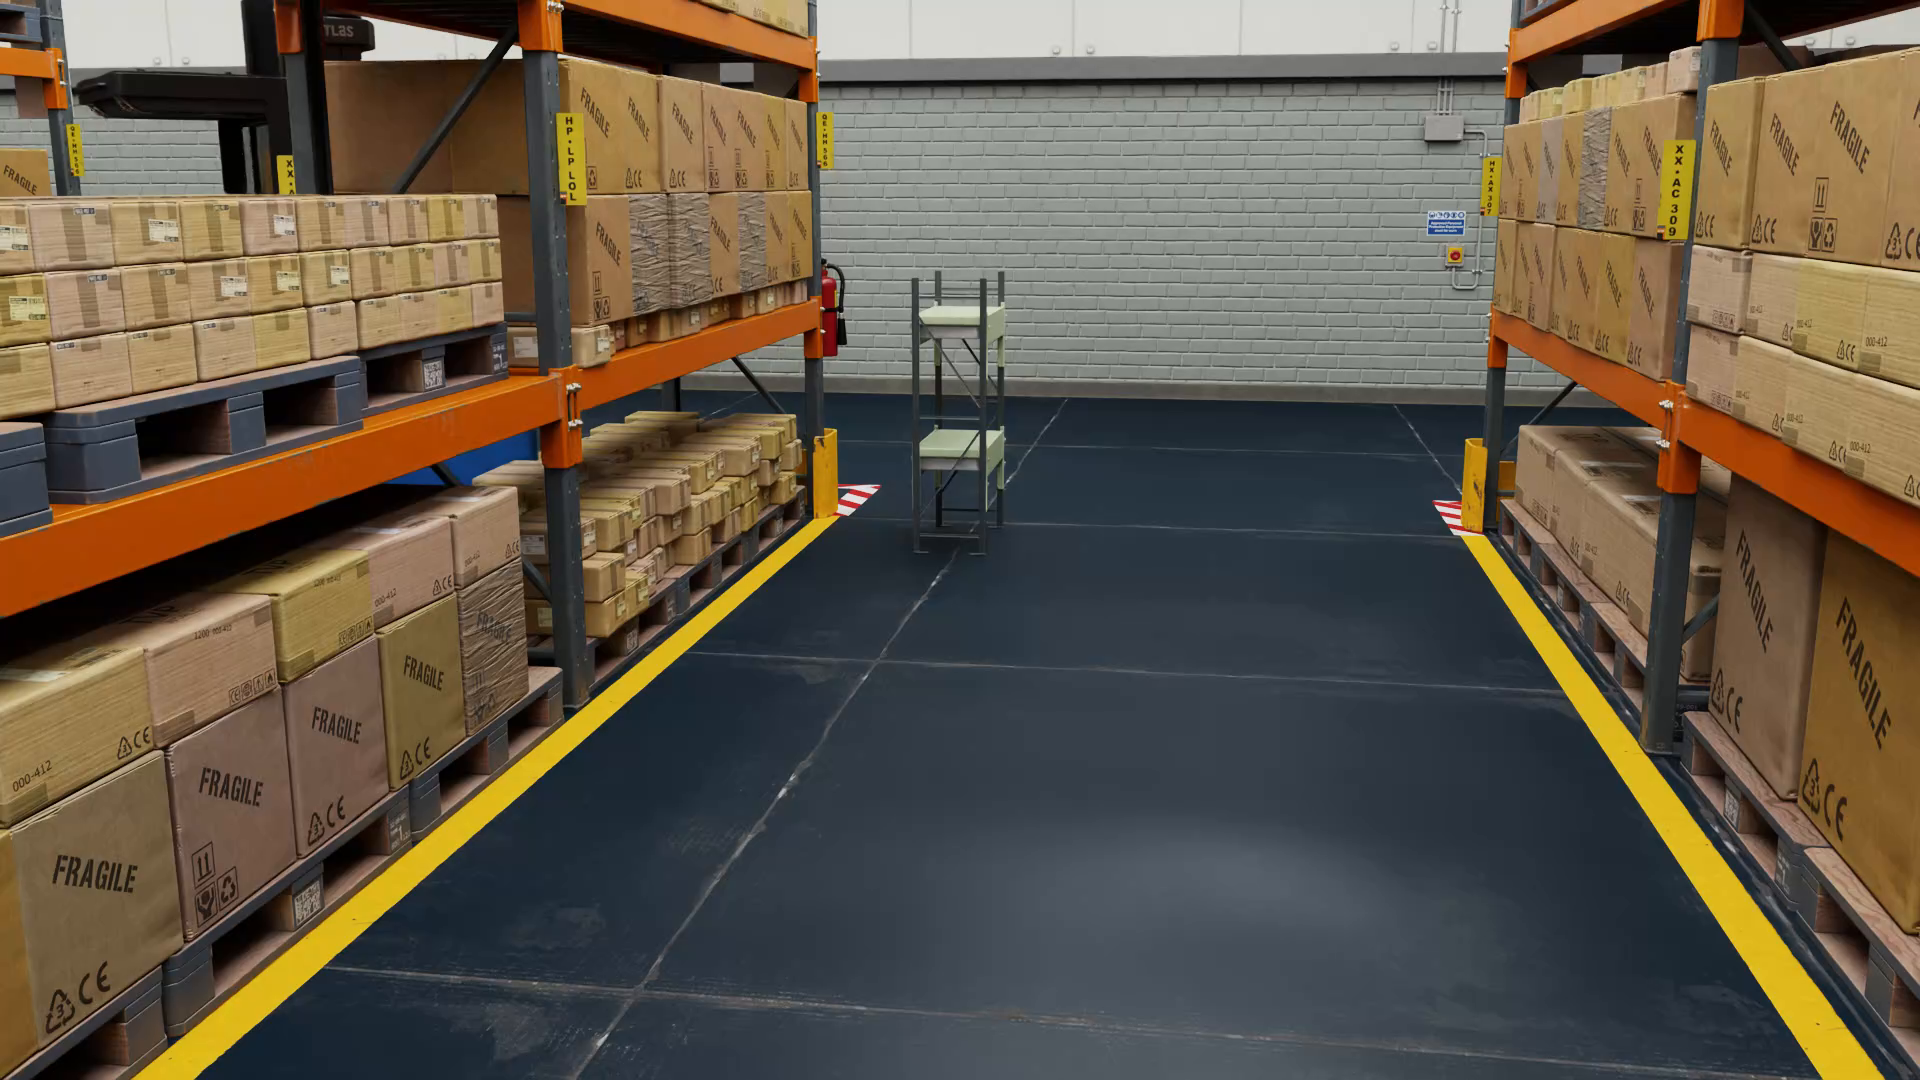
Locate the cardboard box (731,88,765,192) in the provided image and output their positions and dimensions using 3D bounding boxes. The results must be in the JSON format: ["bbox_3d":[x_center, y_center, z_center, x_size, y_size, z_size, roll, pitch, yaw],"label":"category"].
[{"bbox_3d":[-1.317,-2.031,8.482,0.500,0.500,0.500,3,12,12],"label":"cardboard box"}]

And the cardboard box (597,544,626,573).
[{"bbox_3d":[-1.636,0.089,7.022,0.380,0.149,0.250,2,12,9],"label":"cardboard box"}]

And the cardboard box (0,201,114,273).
[{"bbox_3d":[-2.149,-0.682,3.724,0.380,0.149,0.250,2,12,11],"label":"cardboard box"}]

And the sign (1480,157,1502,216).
[{"bbox_3d":[3.016,-2.007,9.444,0.100,0.325,0.005,2,12,9],"label":"sign"}]

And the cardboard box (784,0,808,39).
[{"bbox_3d":[-1.152,-2.955,9.322,0.500,0.250,0.500,2,12,7],"label":"cardboard box"}]

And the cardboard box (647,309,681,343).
[{"bbox_3d":[-1.485,-0.978,7.510,0.380,0.149,0.250,2,12,10],"label":"cardboard box"}]

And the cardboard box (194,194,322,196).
[{"bbox_3d":[-2.474,-1.139,5.846,0.380,0.149,0.250,3,12,12],"label":"cardboard box"}]

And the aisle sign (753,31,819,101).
[{"bbox_3d":[-1.036,-2.942,9.853,0.394,0.787,0.004,2,12,9],"label":"aisle sign"}]

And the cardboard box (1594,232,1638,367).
[{"bbox_3d":[2.841,-0.954,6.565,0.500,0.500,0.500,2,12,7],"label":"cardboard box"}]

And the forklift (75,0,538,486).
[{"bbox_3d":[-3.810,-1.285,8.500,3.031,2.935,1.130,-8,15,-34],"label":"forklift"}]

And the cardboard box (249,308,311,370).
[{"bbox_3d":[-2.021,-0.555,4.548,0.380,0.149,0.250,2,12,11],"label":"cardboard box"}]

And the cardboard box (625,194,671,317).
[{"bbox_3d":[-1.564,-1.225,7.115,0.500,0.500,0.500,2,12,9],"label":"cardboard box"}]

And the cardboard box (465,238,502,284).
[{"bbox_3d":[-1.825,-0.971,5.774,0.380,0.149,0.250,2,12,10],"label":"cardboard box"}]

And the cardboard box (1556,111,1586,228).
[{"bbox_3d":[2.988,-1.654,7.437,0.500,0.500,0.500,2,12,9],"label":"cardboard box"}]

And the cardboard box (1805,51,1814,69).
[{"bbox_3d":[2.829,-1.674,5.990,0.380,0.149,0.250,2,12,10],"label":"cardboard box"}]

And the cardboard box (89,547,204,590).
[{"bbox_3d":[-2.495,0.180,4.697,0.500,0.250,0.500,2,12,11],"label":"cardboard box"}]

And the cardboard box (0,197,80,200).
[{"bbox_3d":[-2.671,-0.870,4.597,0.380,0.149,0.250,2,12,11],"label":"cardboard box"}]

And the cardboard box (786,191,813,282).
[{"bbox_3d":[-1.158,-1.758,9.587,0.500,0.500,0.500,2,12,10],"label":"cardboard box"}]

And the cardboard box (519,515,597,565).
[{"bbox_3d":[-1.701,0.000,6.733,0.380,0.149,0.250,2,12,11],"label":"cardboard box"}]

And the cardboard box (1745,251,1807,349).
[{"bbox_3d":[2.549,-0.673,4.664,0.500,0.250,0.500,2,12,10],"label":"cardboard box"}]

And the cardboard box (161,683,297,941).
[{"bbox_3d":[-2.065,0.666,4.220,0.500,0.500,0.500,2,12,7],"label":"cardboard box"}]

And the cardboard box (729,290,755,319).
[{"bbox_3d":[-1.299,-1.255,8.791,0.380,0.149,0.250,1,12,6],"label":"cardboard box"}]

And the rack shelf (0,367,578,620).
[{"bbox_3d":[-2.266,-0.065,4.381,1.077,0.370,4.000,2,12,9],"label":"rack shelf"}]

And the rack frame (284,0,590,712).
[{"bbox_3d":[-1.958,-0.833,6.238,1.000,3.000,0.127,2,12,9],"label":"rack frame"}]

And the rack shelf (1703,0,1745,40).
[{"bbox_3d":[2.641,-1.392,3.419,1.077,0.370,4.000,2,12,9],"label":"rack shelf"}]

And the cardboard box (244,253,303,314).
[{"bbox_3d":[-2.024,-0.697,4.500,0.380,0.149,0.250,2,12,9],"label":"cardboard box"}]

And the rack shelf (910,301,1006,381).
[{"bbox_3d":[-0.001,-1.113,9.247,0.431,0.370,0.720,2,12,9],"label":"rack shelf"}]

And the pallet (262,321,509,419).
[{"bbox_3d":[-2.220,-0.585,5.541,1.003,0.211,1.213,2,12,9],"label":"pallet"}]

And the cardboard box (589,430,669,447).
[{"bbox_3d":[-1.805,-0.506,9.079,0.380,0.149,0.250,1,12,6],"label":"cardboard box"}]

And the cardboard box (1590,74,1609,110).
[{"bbox_3d":[2.963,-1.938,7.217,0.380,0.149,0.250,2,12,9],"label":"cardboard box"}]

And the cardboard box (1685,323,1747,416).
[{"bbox_3d":[2.620,-0.537,5.221,0.500,0.250,0.500,2,12,7],"label":"cardboard box"}]

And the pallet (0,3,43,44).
[{"bbox_3d":[-6.332,-3.115,9.920,1.003,0.211,1.213,2,12,9],"label":"pallet"}]

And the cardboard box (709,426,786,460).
[{"bbox_3d":[-1.184,-0.541,9.242,0.380,0.149,0.250,2,12,7],"label":"cardboard box"}]

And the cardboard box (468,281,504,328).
[{"bbox_3d":[-1.824,-0.826,5.806,0.380,0.149,0.250,2,12,7],"label":"cardboard box"}]

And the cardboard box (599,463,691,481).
[{"bbox_3d":[-1.512,-0.275,8.006,0.380,0.149,0.250,1,12,6],"label":"cardboard box"}]

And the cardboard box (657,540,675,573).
[{"bbox_3d":[-1.561,0.070,7.820,0.380,0.149,0.250,1,12,6],"label":"cardboard box"}]

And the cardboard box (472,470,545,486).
[{"bbox_3d":[-2.062,-0.235,7.822,0.380,0.149,0.250,1,12,6],"label":"cardboard box"}]

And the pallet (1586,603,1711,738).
[{"bbox_3d":[3.143,0.514,6.607,1.003,0.211,1.213,2,12,9],"label":"pallet"}]

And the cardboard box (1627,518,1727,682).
[{"bbox_3d":[3.151,0.227,6.407,0.875,0.438,0.875,2,12,8],"label":"cardboard box"}]

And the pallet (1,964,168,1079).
[{"bbox_3d":[-2.452,1.200,3.422,1.003,0.211,1.213,2,12,9],"label":"pallet"}]

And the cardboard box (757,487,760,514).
[{"bbox_3d":[-1.308,-0.200,9.071,0.380,0.149,0.250,2,12,9],"label":"cardboard box"}]

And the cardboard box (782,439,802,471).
[{"bbox_3d":[-1.142,-0.503,9.773,0.380,0.149,0.250,2,12,7],"label":"cardboard box"}]

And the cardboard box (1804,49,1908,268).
[{"bbox_3d":[2.466,-0.938,4.114,0.500,0.500,0.500,2,12,7],"label":"cardboard box"}]

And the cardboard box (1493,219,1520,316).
[{"bbox_3d":[3.206,-1.484,9.024,0.500,0.500,0.500,2,12,8],"label":"cardboard box"}]

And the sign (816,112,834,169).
[{"bbox_3d":[-0.798,-2.364,9.843,0.100,0.325,0.005,2,12,9],"label":"sign"}]

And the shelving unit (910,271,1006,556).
[{"bbox_3d":[-0.001,-0.732,9.329,0.431,1.500,0.755,2,12,9],"label":"shelving unit"}]

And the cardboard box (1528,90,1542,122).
[{"bbox_3d":[3.112,-2.209,8.471,0.380,0.149,0.250,2,12,10],"label":"cardboard box"}]

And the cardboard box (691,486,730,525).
[{"bbox_3d":[-1.360,-0.176,8.254,0.380,0.149,0.250,2,12,9],"label":"cardboard box"}]

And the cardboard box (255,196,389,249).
[{"bbox_3d":[-1.950,-0.952,4.977,0.380,0.149,0.250,2,12,8],"label":"cardboard box"}]

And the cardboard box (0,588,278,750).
[{"bbox_3d":[-2.062,0.306,4.109,0.500,0.250,0.500,2,12,9],"label":"cardboard box"}]
